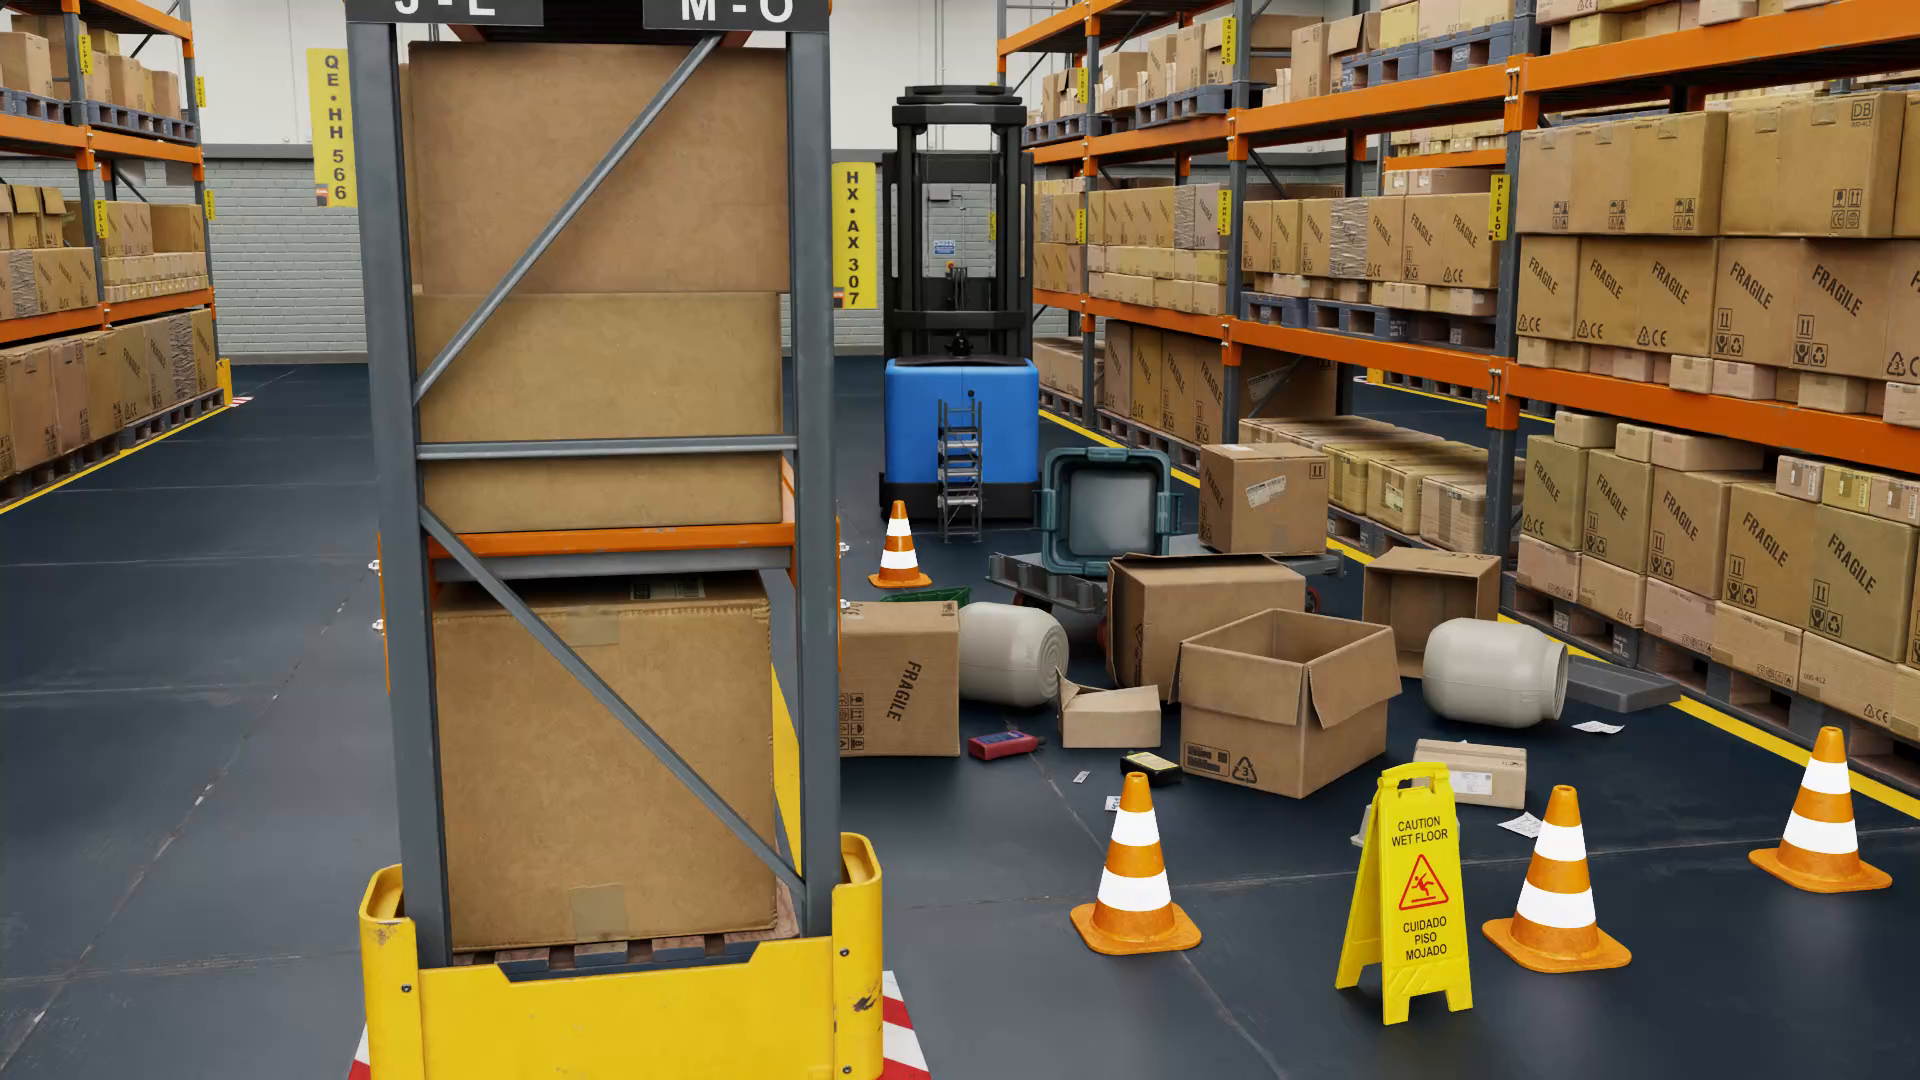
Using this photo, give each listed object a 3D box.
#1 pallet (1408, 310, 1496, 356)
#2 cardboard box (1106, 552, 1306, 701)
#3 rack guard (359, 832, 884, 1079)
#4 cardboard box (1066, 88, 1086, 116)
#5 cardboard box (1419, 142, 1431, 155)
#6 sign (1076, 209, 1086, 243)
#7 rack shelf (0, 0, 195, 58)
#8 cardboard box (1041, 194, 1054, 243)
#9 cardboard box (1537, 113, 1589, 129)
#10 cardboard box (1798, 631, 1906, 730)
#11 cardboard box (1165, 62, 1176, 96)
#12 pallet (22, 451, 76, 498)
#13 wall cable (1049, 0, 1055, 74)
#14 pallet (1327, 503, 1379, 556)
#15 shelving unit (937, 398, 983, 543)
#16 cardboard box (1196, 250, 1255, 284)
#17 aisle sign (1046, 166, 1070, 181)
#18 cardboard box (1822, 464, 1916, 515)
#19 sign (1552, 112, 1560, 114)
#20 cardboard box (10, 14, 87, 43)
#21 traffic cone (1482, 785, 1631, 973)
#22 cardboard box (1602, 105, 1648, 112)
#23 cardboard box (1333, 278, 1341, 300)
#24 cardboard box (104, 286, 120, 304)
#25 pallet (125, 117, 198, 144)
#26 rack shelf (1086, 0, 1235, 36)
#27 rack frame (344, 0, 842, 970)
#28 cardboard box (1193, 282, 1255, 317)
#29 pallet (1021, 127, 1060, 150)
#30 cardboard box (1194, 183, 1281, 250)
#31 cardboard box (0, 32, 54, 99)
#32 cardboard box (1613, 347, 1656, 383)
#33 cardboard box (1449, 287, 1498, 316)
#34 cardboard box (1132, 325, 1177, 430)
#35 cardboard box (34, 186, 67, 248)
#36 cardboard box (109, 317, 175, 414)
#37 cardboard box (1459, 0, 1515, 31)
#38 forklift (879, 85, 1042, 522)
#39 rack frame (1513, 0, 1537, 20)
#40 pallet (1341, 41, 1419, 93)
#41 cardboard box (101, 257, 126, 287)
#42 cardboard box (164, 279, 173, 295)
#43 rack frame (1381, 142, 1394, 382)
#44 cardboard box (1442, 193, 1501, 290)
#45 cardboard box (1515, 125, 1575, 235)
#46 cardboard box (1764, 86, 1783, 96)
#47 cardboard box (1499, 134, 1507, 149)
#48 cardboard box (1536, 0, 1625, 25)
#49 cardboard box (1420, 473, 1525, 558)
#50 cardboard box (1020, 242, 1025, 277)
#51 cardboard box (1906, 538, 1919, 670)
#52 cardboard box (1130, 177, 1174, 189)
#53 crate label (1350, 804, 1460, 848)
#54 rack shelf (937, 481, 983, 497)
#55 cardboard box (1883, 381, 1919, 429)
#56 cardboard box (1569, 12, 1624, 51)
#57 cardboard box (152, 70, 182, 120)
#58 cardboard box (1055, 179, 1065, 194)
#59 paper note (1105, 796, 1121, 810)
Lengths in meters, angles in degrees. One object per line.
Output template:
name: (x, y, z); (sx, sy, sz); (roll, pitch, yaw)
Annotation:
pallet: (3.267, -1.186, 9.421); (1.003, 0.211, 1.213); (-2, 11, -11)
cardboard box: (1.036, 0.357, 7.113); (0.797, 0.637, 0.503); (-2, 11, -11)
rack guard: (-0.780, 1.029, 3.951); (1.175, 0.500, 0.348); (-2, 11, -11)
cardboard box: (1.279, -4.371, 16.585); (0.396, 0.266, 0.258); (-2, 11, -9)
cardboard box: (5.699, -4.656, 19.787); (0.380, 0.149, 0.250); (-2, 11, -10)
sign: (1.173, -3.046, 16.151); (0.100, 0.325, 0.005); (-2, 11, -11)
rack shelf: (-8.392, -5.006, 15.925); (1.077, 0.370, 4.000); (-2, 11, -11)
cardboard box: (1.156, -3.406, 17.625); (0.500, 0.500, 0.500); (-2, 11, -10)
cardboard box: (6.246, -4.409, 17.422); (0.500, 0.250, 0.500); (-2, 11, -11)
cardboard box: (3.537, 0.509, 6.230); (0.500, 0.250, 0.500); (-2, 11, -11)
cardboard box: (1.884, -3.723, 13.446); (0.396, 0.266, 0.258); (-2, 11, -12)
pallet: (-7.539, -0.509, 12.807); (1.003, 0.211, 1.213); (-2, 11, -11)
wall cable: (0.295, -7.343, 25.209); (2.355, 3.000, 0.029); (-2, 11, -11)
pallet: (2.880, -0.132, 10.827); (1.003, 0.211, 1.213); (-2, 11, -11)
shelving unit: (-0.002, -0.444, 10.620); (0.258, 0.900, 0.210); (-2, 11, -11)
cardboard box: (2.152, -2.120, 12.878); (0.500, 0.250, 0.500); (-2, 11, -11)
aisle sign: (1.229, -4.638, 20.087); (0.394, 0.787, 0.004); (-2, 11, -11)
cardboard box: (3.457, -0.193, 6.177); (0.380, 0.149, 0.250); (-2, 11, -10)
sign: (6.055, -4.490, 16.859); (0.100, 0.325, 0.005); (-2, 11, -11)
cardboard box: (-8.180, -4.561, 14.953); (0.500, 0.250, 0.500); (-3, 11, -15)
traffic cone: (1.680, 0.915, 4.649); (0.336, 0.463, 0.334); (-2, 11, -11)
cardboard box: (6.380, -4.179, 15.888); (0.380, 0.149, 0.250); (-2, 11, -10)
cardboard box: (2.656, -1.637, 10.826); (0.380, 0.149, 0.250); (-2, 11, -9)
cardboard box: (-7.735, -2.185, 14.826); (0.380, 0.149, 0.250); (-2, 11, -11)
pallet: (-8.627, -4.270, 17.323); (1.003, 0.211, 1.213); (-2, 11, -11)
rack shelf: (2.106, -4.633, 13.964); (1.077, 0.370, 4.000); (-2, 11, -11)
rack frame: (-0.785, -0.203, 3.741); (1.000, 3.000, 0.127); (-2, 11, -11)
cardboard box: (2.142, -1.878, 12.944); (0.500, 0.250, 0.500); (-3, 11, -13)
pallet: (1.094, -4.630, 19.217); (1.003, 0.211, 1.213); (-2, 11, -11)
cardboard box: (2.138, -2.494, 12.838); (0.500, 0.500, 0.500); (-2, 11, -13)
cardboard box: (-7.881, -3.865, 13.568); (0.700, 0.500, 0.500); (-2, 11, -10)
cardboard box: (3.215, -0.804, 7.568); (0.380, 0.149, 0.250); (-2, 11, -9)
cardboard box: (2.902, -1.302, 9.066); (0.380, 0.149, 0.250); (-2, 11, -10)
cardboard box: (2.100, -1.489, 15.055); (0.875, 0.875, 0.875); (-2, 11, -9)
cardboard box: (-7.871, -2.667, 13.737); (0.797, 0.503, 0.637); (-2, 11, -12)
cardboard box: (-8.228, -1.694, 16.132); (0.875, 0.875, 0.875); (-2, 11, -11)
cardboard box: (3.018, -2.843, 8.868); (0.500, 0.250, 0.500); (-2, 11, -12)
forklift: (-0.020, -1.795, 12.286); (1.130, 2.935, 3.031); (0, 11, -1)
rack frame: (3.273, -4.082, 8.077); (1.000, 3.000, 0.127); (-2, 11, -11)
pallet: (3.053, -2.824, 9.989); (1.213, 0.211, 1.003); (-2, 11, -11)
cardboard box: (-7.838, -2.410, 14.943); (0.500, 0.250, 0.500); (-2, 11, -12)
cardboard box: (-8.092, -2.519, 16.578); (0.380, 0.149, 0.250); (-2, 11, -10)
rack frame: (5.807, -3.517, 21.154); (1.000, 3.000, 0.127); (-2, 11, -11)
cardboard box: (2.958, -1.613, 8.963); (0.500, 0.500, 0.500); (-2, 11, -12)
cardboard box: (3.146, -1.733, 8.042); (0.700, 0.500, 0.500); (-2, 11, -12)
cardboard box: (7.001, -3.799, 13.948); (0.380, 0.149, 0.250); (-2, 11, -10)
cardboard box: (6.094, -4.329, 18.067); (0.380, 0.149, 0.250); (-2, 11, -11)
cardboard box: (3.090, -2.591, 7.868); (0.500, 0.250, 0.500); (-2, 11, -12)
cardboard box: (3.169, -0.147, 9.350); (0.950, 0.372, 0.625); (-2, 11, -10)
cardboard box: (0.958, -3.101, 18.699); (0.500, 0.500, 0.500); (-2, 11, -11)
cardboard box: (3.640, 0.237, 5.654); (0.500, 0.500, 0.500); (-2, 11, -11)
cardboard box: (1.910, -3.529, 16.537); (0.380, 0.149, 0.250); (-2, 11, -12)
crate label: (1.466, 0.934, 5.425); (0.250, 0.136, 0.298); (-9, 14, -40)
rack shelf: (-0.002, -0.322, 10.643); (0.258, 0.077, 0.200); (-2, 11, -11)
cardboard box: (3.502, -0.475, 5.843); (0.380, 0.149, 0.250); (-2, 11, -10)
cardboard box: (3.087, -2.369, 7.771); (0.380, 0.149, 0.250); (-2, 11, -11)
cardboard box: (-8.628, -4.660, 17.479); (0.700, 0.500, 0.500); (-3, 11, -14)
cardboard box: (1.211, -3.695, 17.411); (0.380, 0.149, 0.250); (-2, 11, -11)
paper note: (0.584, 0.915, 5.814); (0.144, 0.017, 0.142); (2, 11, 9)
